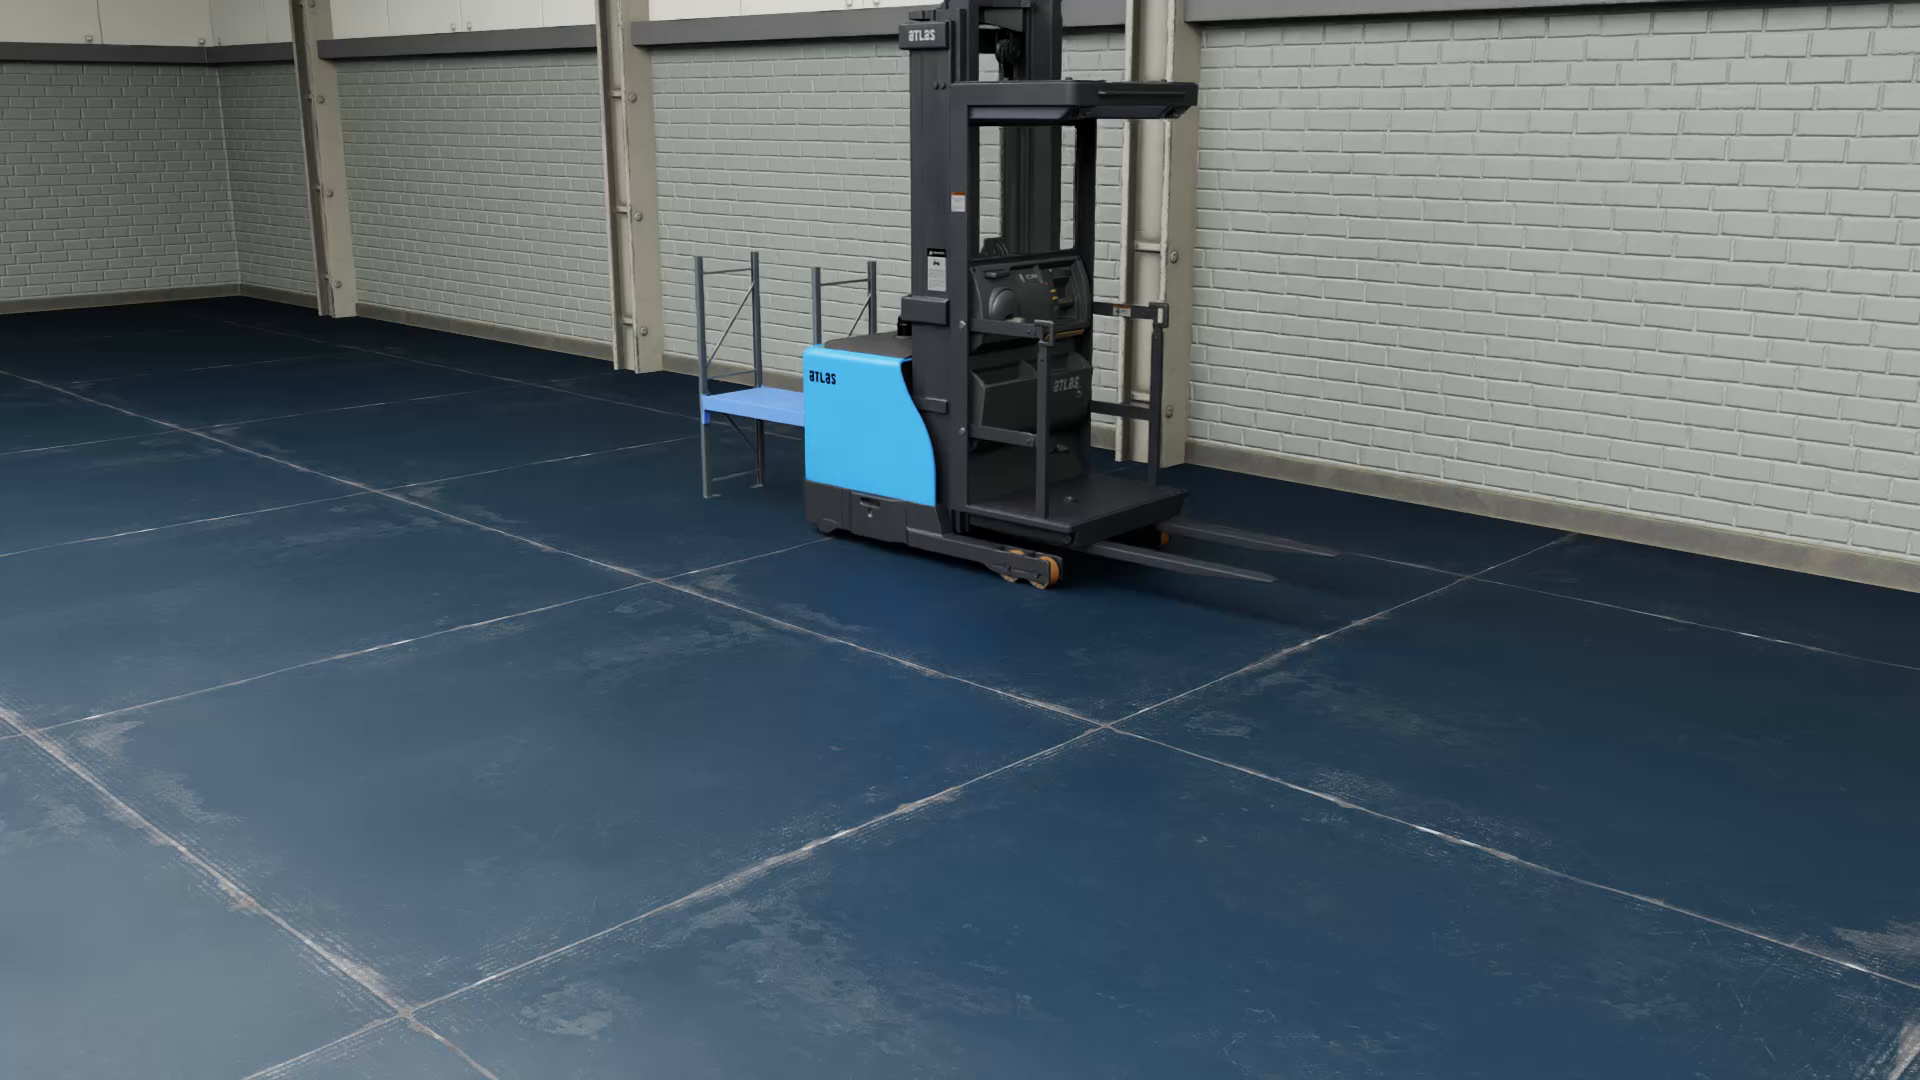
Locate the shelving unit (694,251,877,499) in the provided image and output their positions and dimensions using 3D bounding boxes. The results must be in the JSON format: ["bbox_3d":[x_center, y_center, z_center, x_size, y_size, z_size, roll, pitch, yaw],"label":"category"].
[{"bbox_3d":[-1.052,-0.950,10.103,1.048,1.500,0.538,12,19,39],"label":"shelving unit"}]

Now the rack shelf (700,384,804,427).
[{"bbox_3d":[-1.052,-0.776,10.148,1.000,0.185,0.538,12,19,39],"label":"rack shelf"}]

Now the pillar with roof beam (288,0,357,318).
[{"bbox_3d":[-10.304,-6.219,15.453,0.400,9.000,9.100,14,20,42],"label":"pillar with roof beam"}]

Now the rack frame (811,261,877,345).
[{"bbox_3d":[-0.668,-0.866,9.780,0.032,1.500,0.500,12,19,39],"label":"rack frame"}]

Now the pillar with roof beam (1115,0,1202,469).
[{"bbox_3d":[-1.666,-4.119,7.393,0.400,9.000,9.100,14,20,42],"label":"pillar with roof beam"}]

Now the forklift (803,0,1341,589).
[{"bbox_3d":[0.540,-1.320,8.685,3.031,2.935,1.130,12,19,39],"label":"forklift"}]

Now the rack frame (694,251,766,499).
[{"bbox_3d":[-1.436,-1.034,10.425,0.032,1.500,0.500,12,19,39],"label":"rack frame"}]

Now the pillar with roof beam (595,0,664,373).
[{"bbox_3d":[-5.985,-5.169,11.423,0.400,9.000,9.100,14,20,42],"label":"pillar with roof beam"}]
